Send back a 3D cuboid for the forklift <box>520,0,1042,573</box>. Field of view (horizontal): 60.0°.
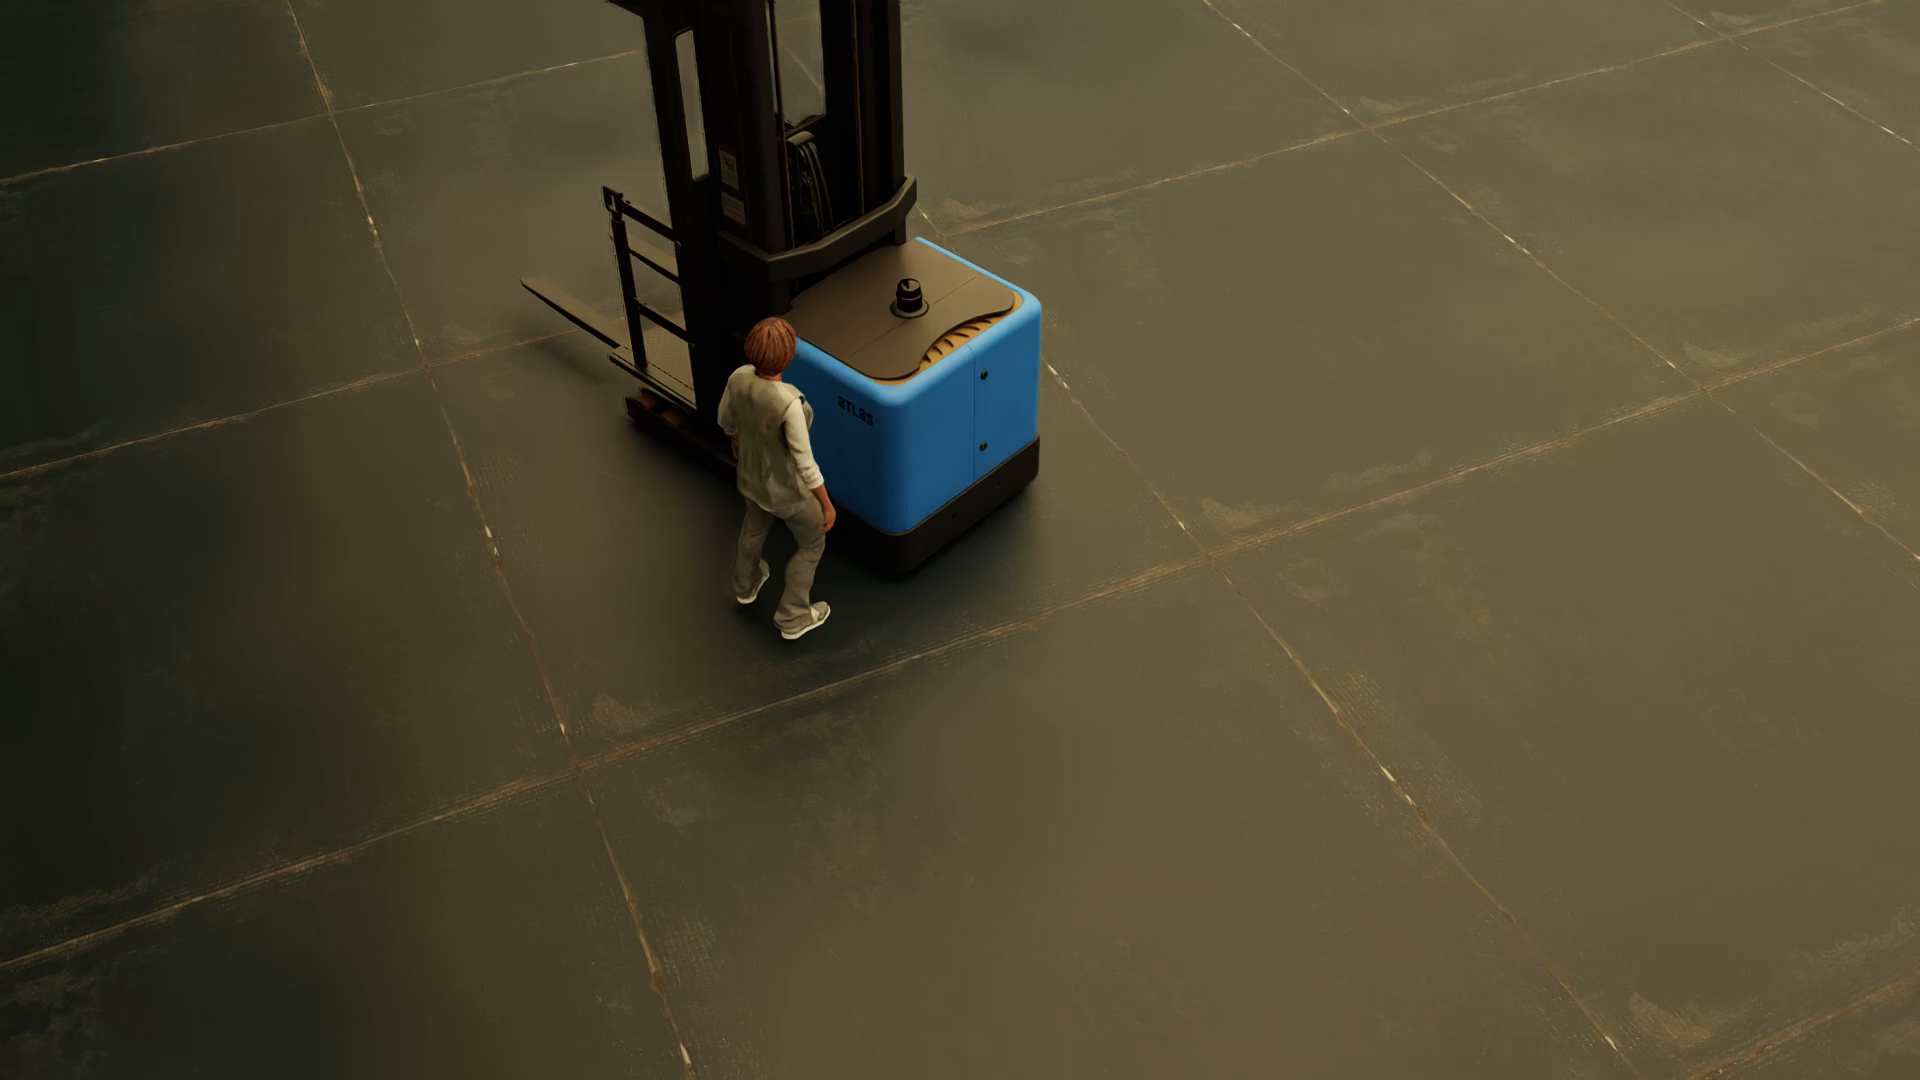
[{"bbox_3d":[-1.046,-1.796,7.605,3.031,2.935,1.130,32,52,30],"label":"forklift"}]

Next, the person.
[{"bbox_3d":[-0.769,-0.240,6.943,0.636,1.561,0.305,29,50,28],"label":"person"}]
